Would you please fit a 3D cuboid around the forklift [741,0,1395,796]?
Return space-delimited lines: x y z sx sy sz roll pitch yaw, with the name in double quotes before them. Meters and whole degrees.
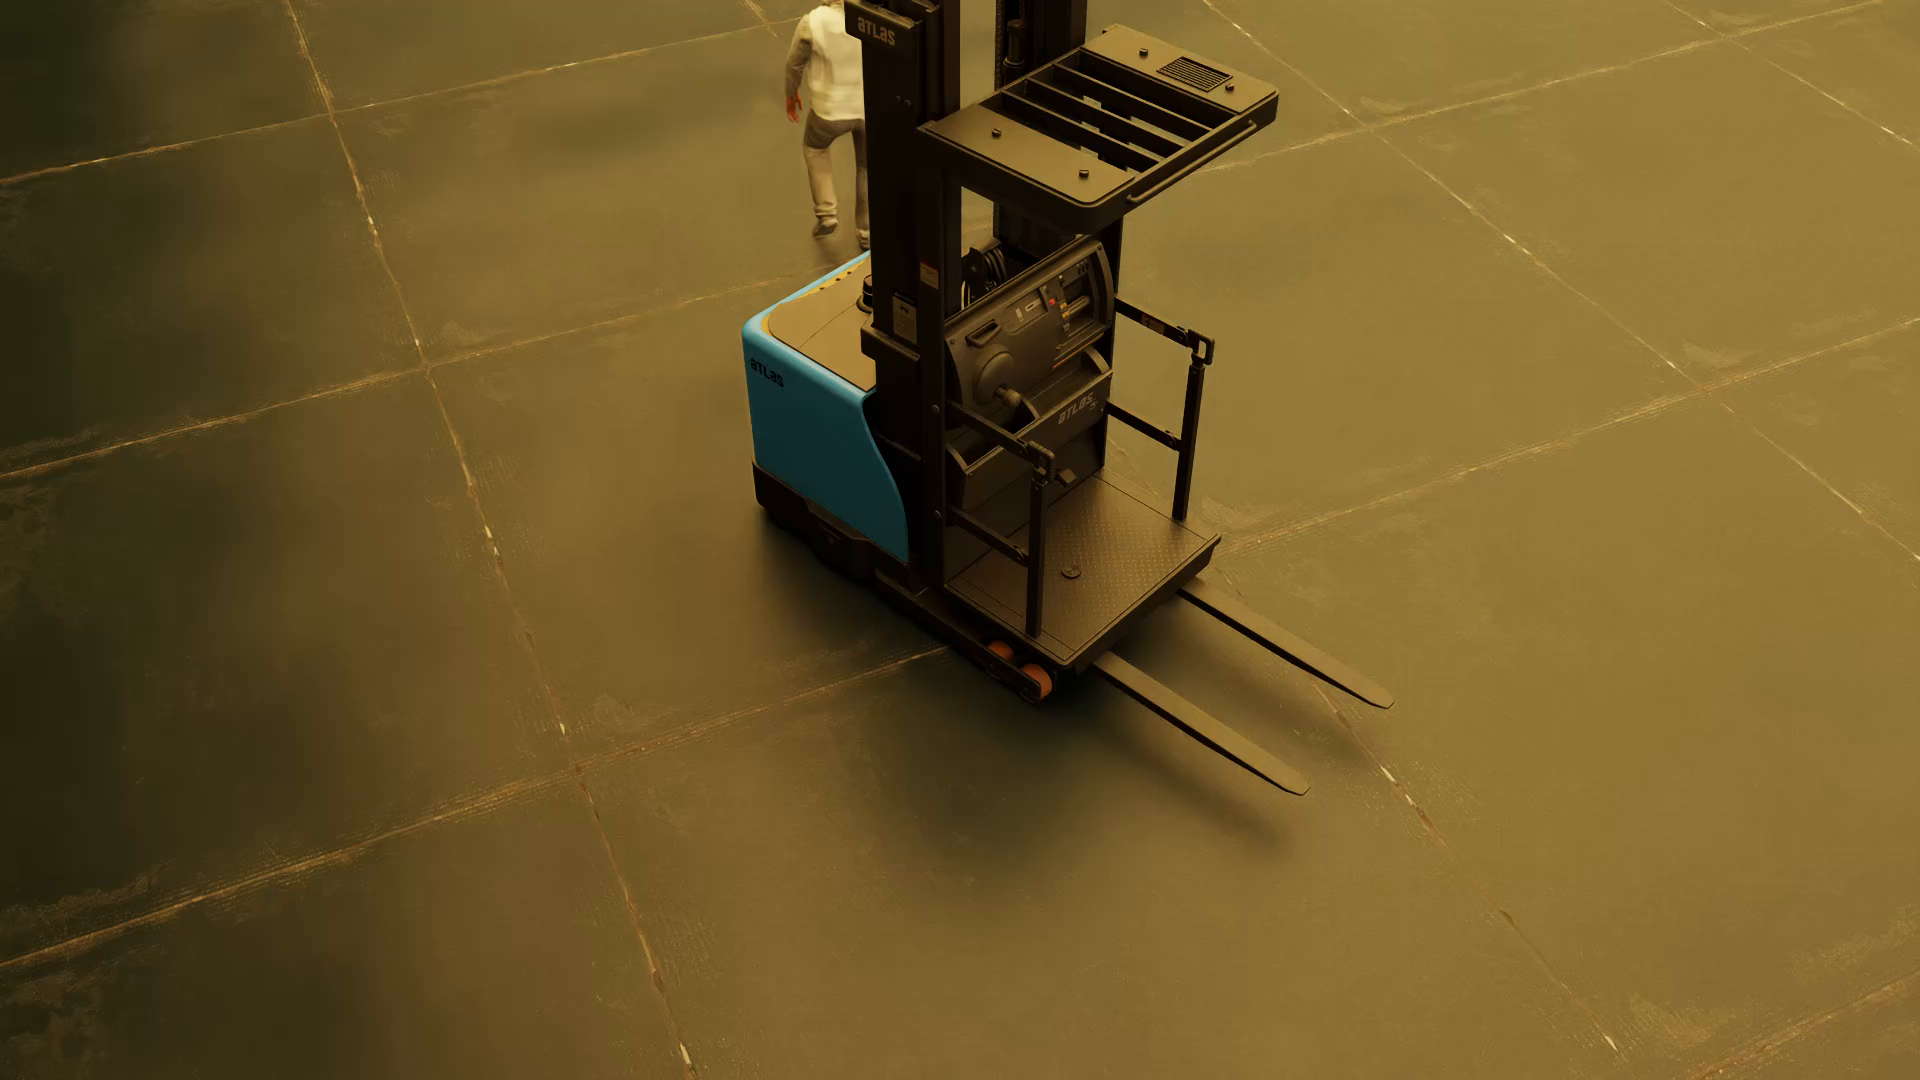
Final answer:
"forklift" 0.445 -0.788 6.525 3.031 2.935 1.130 32 52 30

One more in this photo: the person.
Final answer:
"person" -0.625 -2.425 9.141 0.674 1.753 0.468 -5 43 -5
